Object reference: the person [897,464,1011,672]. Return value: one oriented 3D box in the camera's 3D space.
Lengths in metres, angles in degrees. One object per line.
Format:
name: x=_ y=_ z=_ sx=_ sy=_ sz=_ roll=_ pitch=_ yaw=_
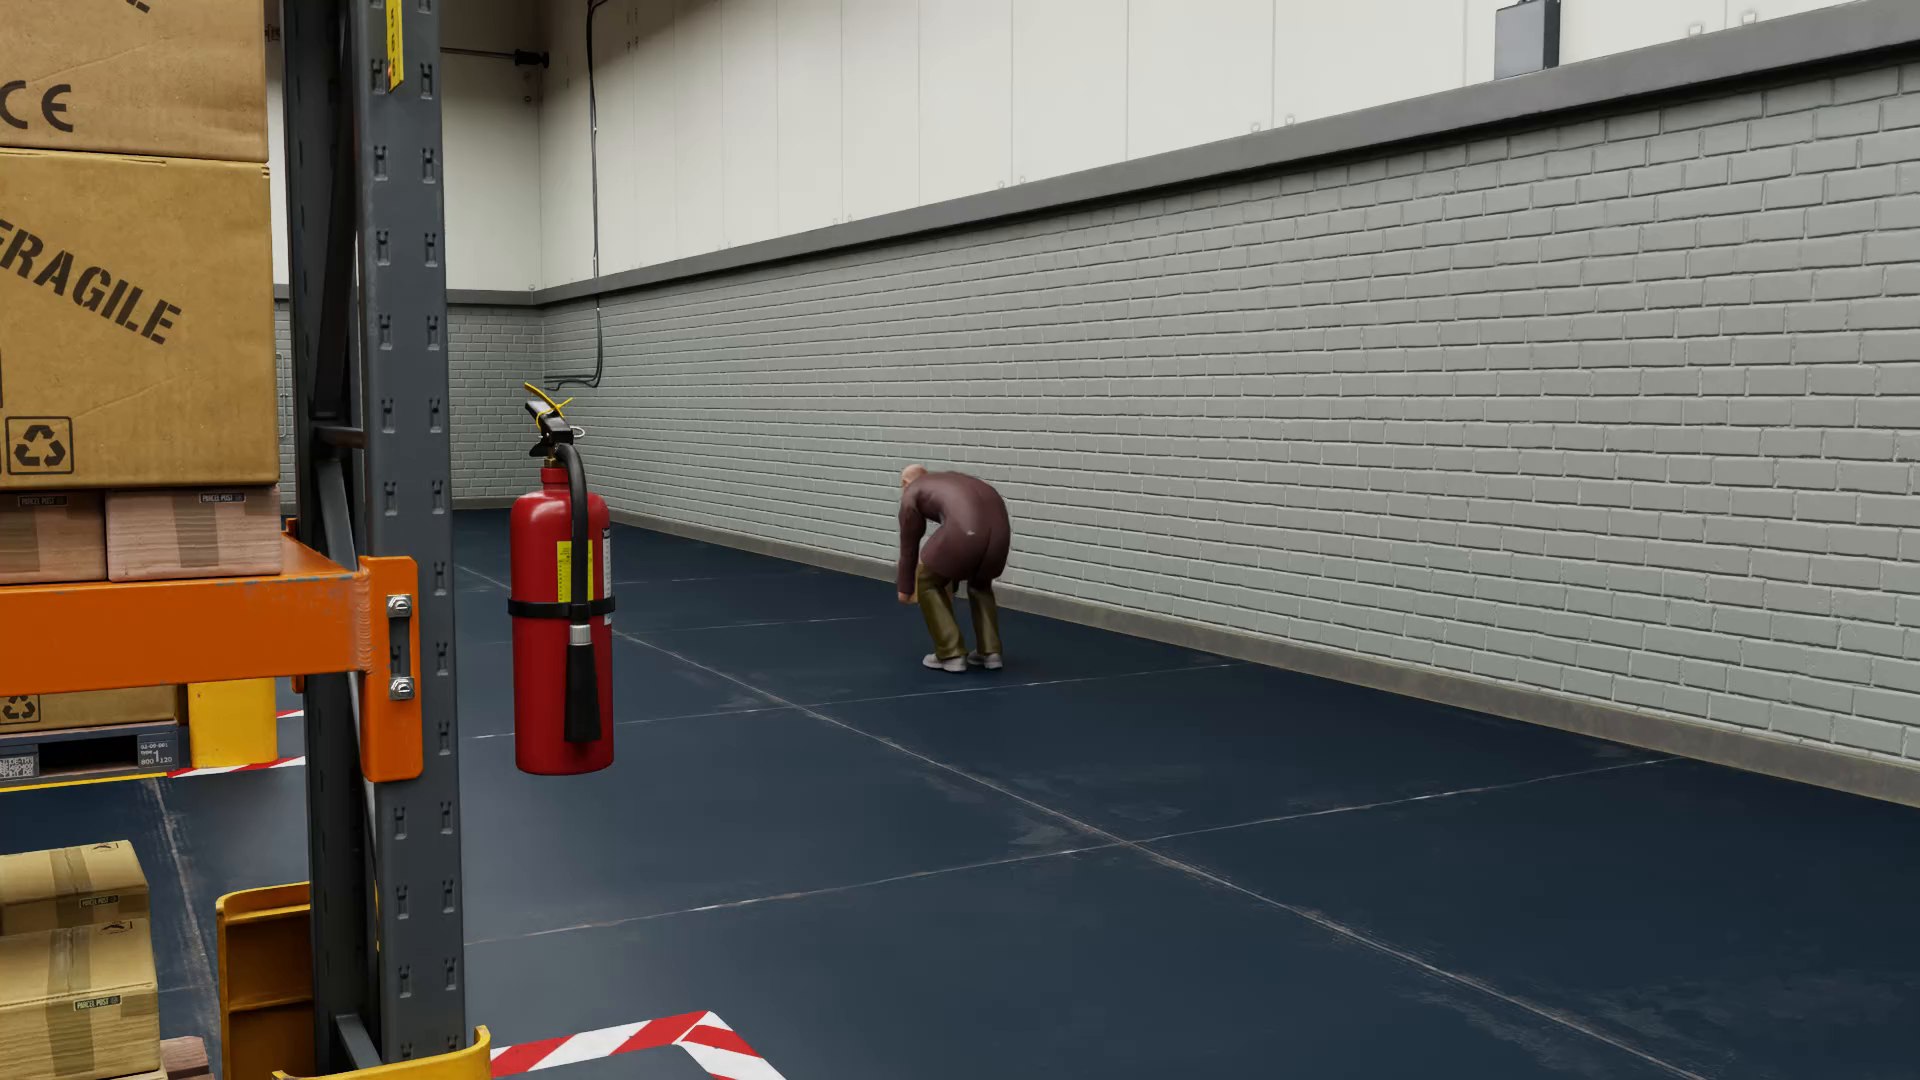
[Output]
person: x=-0.064 y=0.158 z=9.898 sx=0.581 sy=1.171 sz=0.931 roll=-3 pitch=6 yaw=-31
